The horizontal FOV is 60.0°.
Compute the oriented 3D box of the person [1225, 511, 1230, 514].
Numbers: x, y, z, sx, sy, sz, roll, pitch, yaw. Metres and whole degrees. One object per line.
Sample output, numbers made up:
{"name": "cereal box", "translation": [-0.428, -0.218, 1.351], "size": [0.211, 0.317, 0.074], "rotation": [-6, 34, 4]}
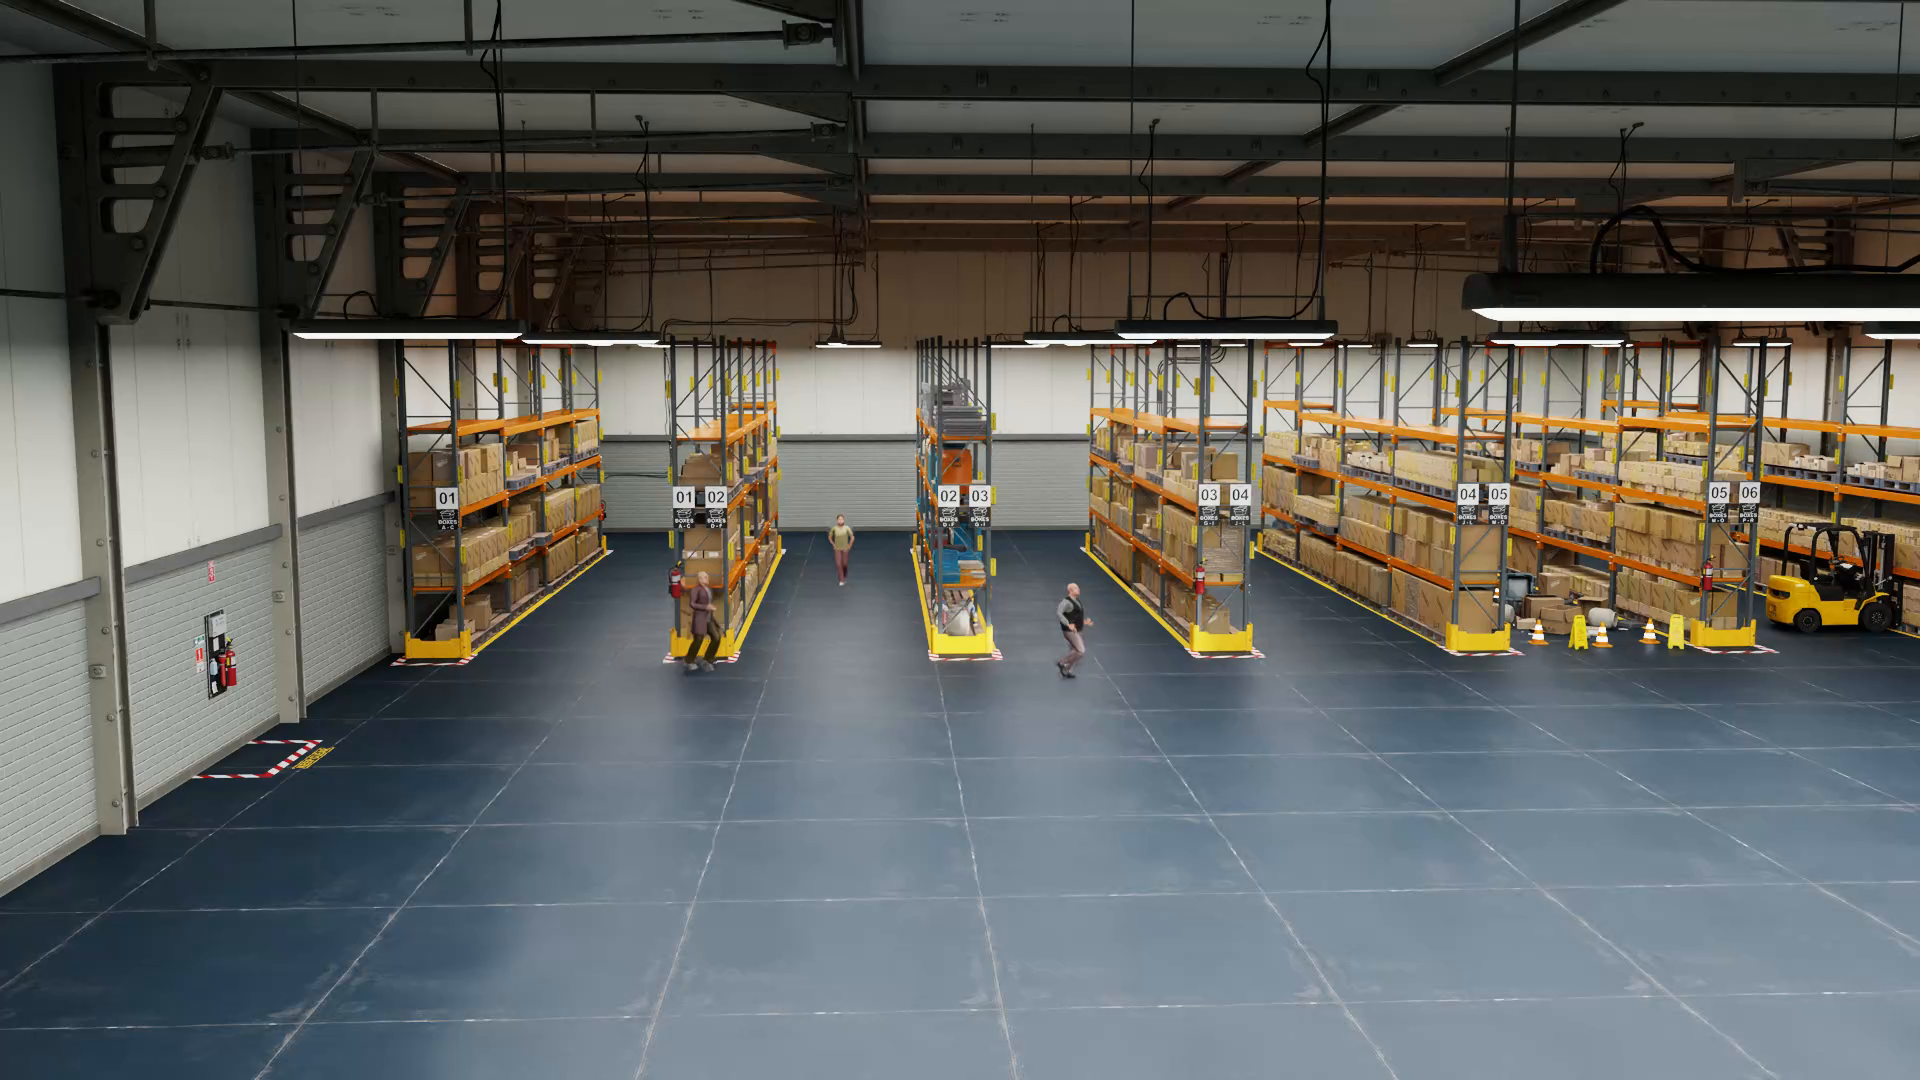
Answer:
{"name": "person", "translation": [7.410, -0.507, 47.163], "size": [0.695, 1.750, 0.929], "rotation": [2, 7, 19]}

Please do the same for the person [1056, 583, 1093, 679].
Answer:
{"name": "person", "translation": [2.010, 1.591, 29.020], "size": [0.567, 1.677, 0.637], "rotation": [3, 7, 26]}

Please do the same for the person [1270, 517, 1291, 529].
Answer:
{"name": "person", "translation": [9.502, -0.709, 49.207], "size": [0.915, 1.741, 0.788], "rotation": [2, 7, 17]}

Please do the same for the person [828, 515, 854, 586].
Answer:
{"name": "person", "translation": [-2.762, 0.227, 38.678], "size": [0.600, 1.643, 0.584], "rotation": [-1, 7, -5]}

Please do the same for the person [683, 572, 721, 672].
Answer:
{"name": "person", "translation": [-4.589, 1.479, 29.772], "size": [0.741, 1.834, 0.710], "rotation": [4, 8, 31]}
